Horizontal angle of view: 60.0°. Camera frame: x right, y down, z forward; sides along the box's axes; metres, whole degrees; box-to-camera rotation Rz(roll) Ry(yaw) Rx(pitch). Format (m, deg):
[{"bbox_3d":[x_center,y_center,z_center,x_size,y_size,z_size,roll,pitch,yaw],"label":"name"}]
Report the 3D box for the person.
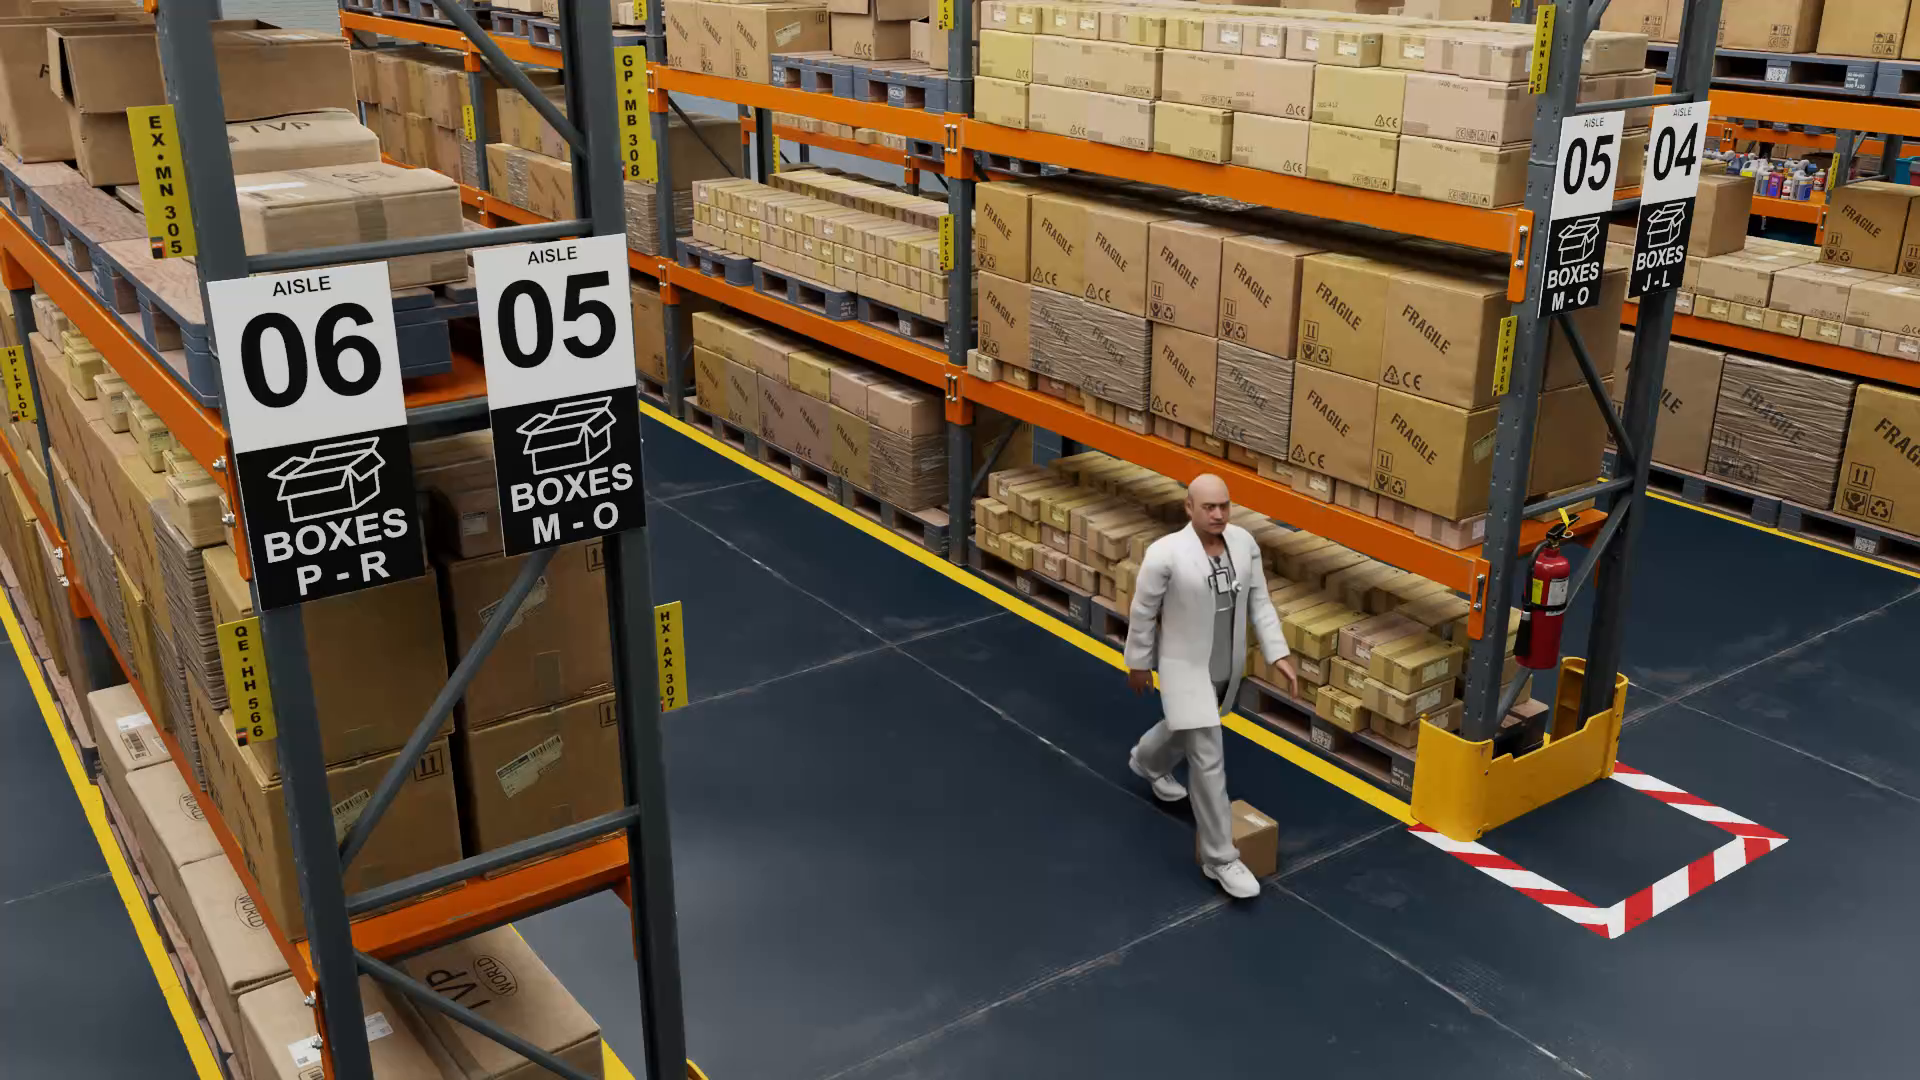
[{"bbox_3d":[1.074,0.543,7.180,0.602,1.726,1.129,-12,24,-28],"label":"person"}]
